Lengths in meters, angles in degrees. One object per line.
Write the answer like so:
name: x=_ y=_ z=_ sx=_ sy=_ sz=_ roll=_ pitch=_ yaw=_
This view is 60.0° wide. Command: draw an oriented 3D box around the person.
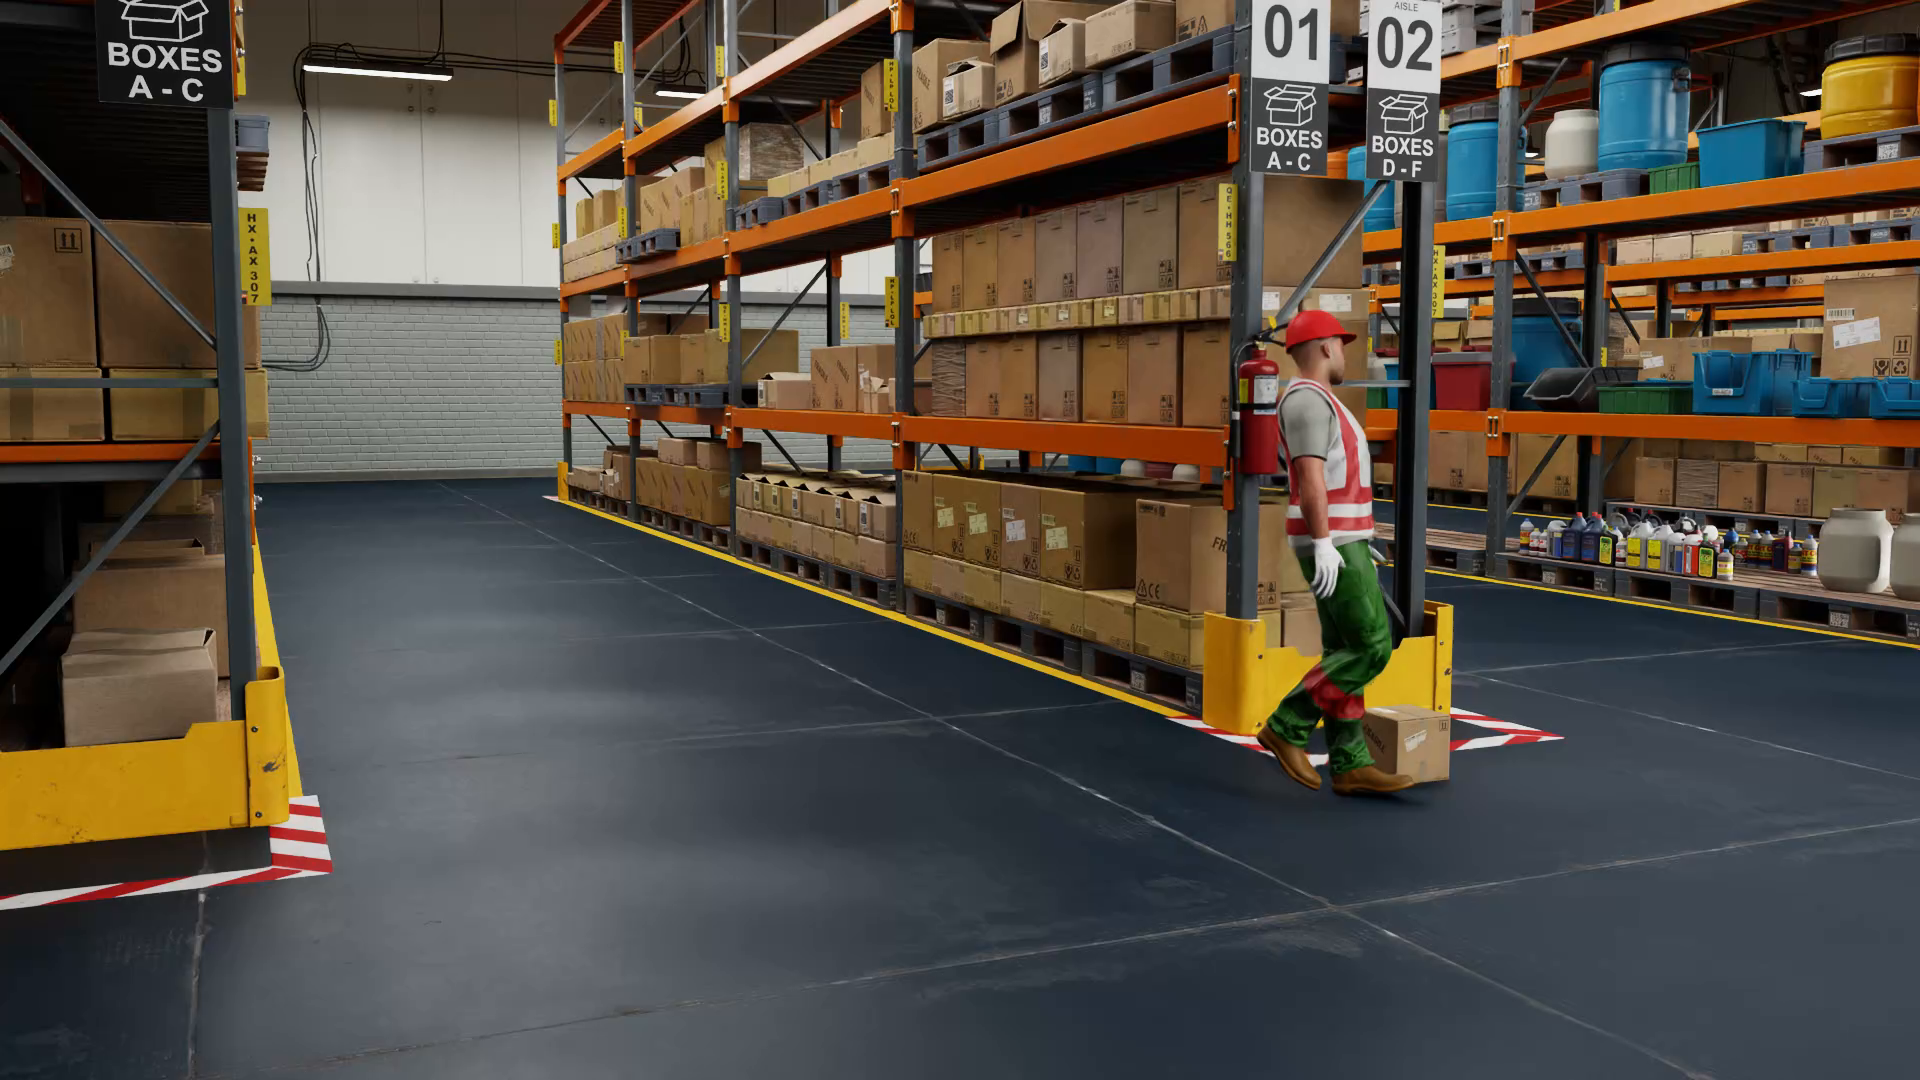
person: x=1.400 y=0.046 z=6.092 sx=0.560 sy=1.775 sz=0.576 roll=2 pitch=6 yaw=18
